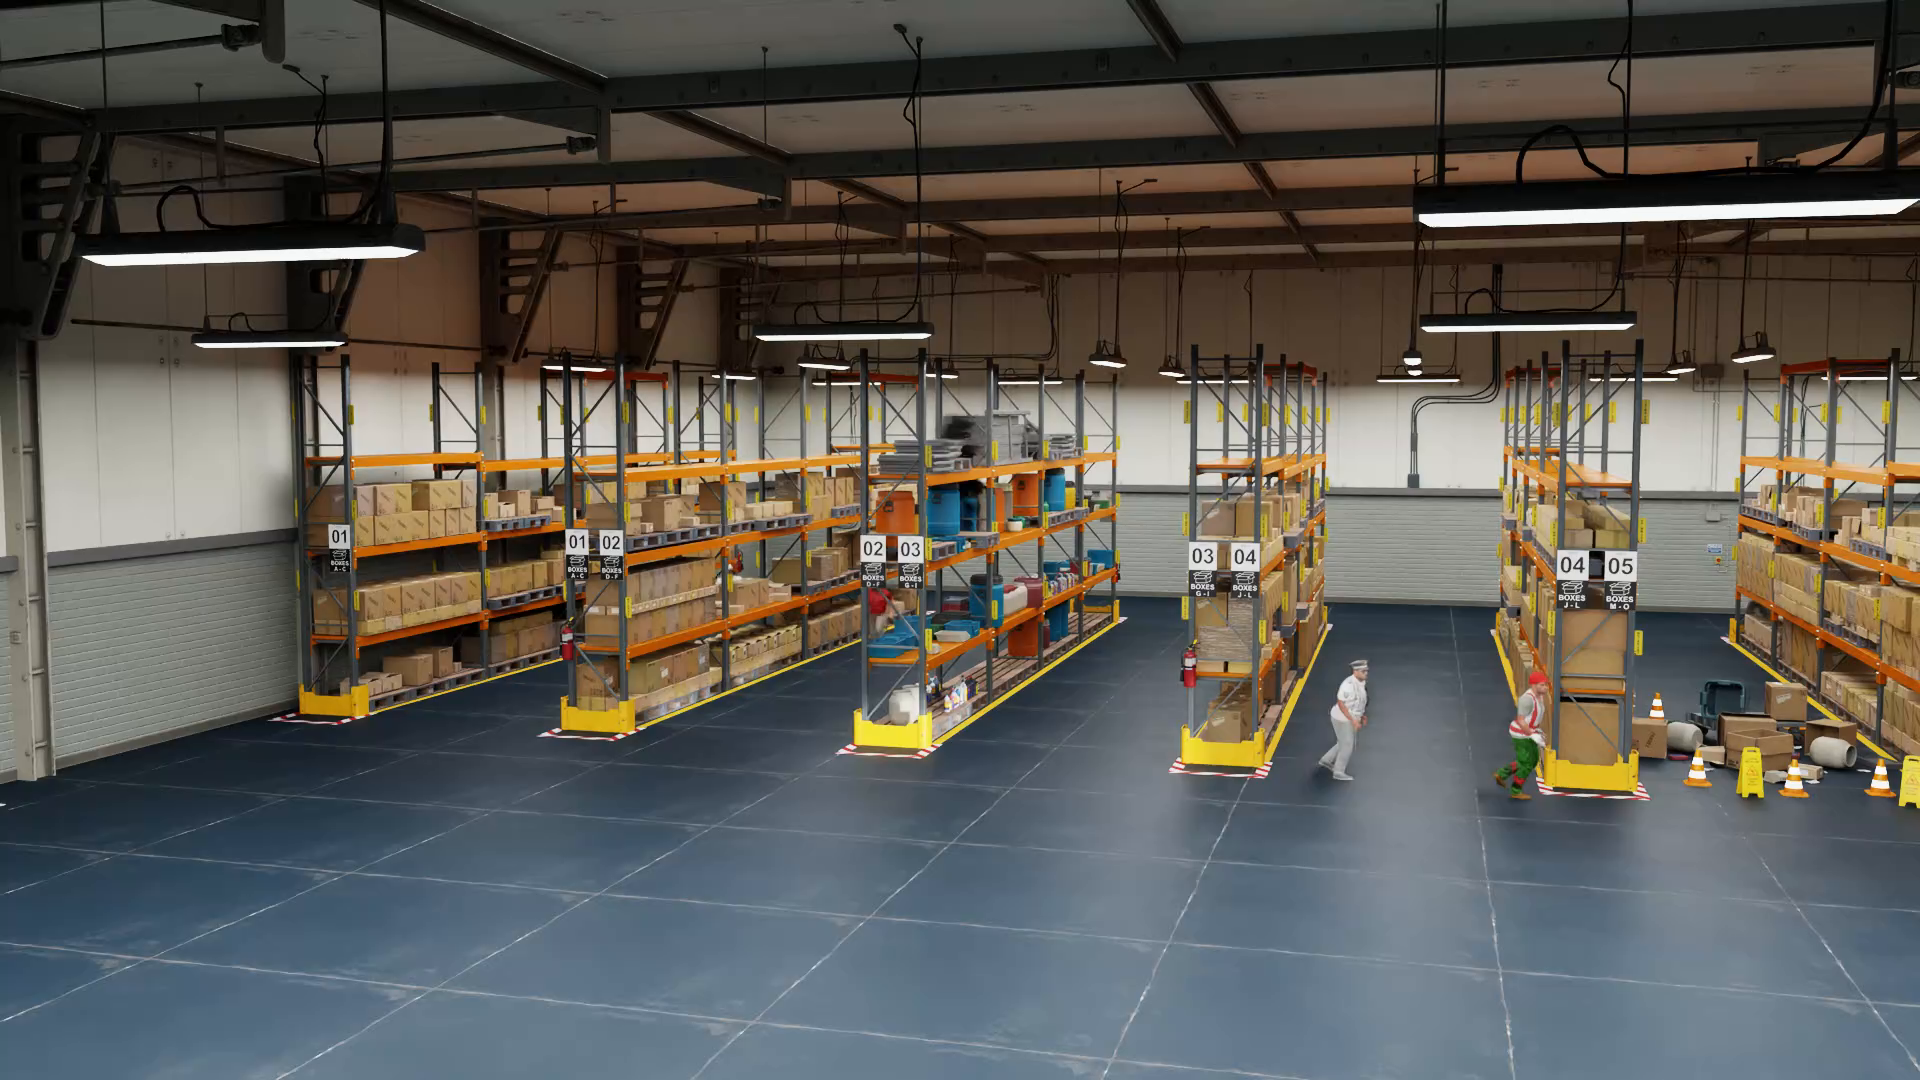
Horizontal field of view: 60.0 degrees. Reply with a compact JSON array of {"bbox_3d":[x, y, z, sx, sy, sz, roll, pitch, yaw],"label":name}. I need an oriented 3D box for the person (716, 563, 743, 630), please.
[{"bbox_3d":[-5.035,1.410,36.234,0.636,1.811,0.832,1,5,19],"label":"person"}]

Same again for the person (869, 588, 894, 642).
[{"bbox_3d":[-1.689,1.585,33.619,0.624,1.693,0.855,1,4,10],"label":"person"}]

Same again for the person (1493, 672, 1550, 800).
[{"bbox_3d":[7.279,2.534,21.586,0.780,1.711,0.649,3,6,39],"label":"person"}]

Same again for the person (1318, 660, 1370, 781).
[{"bbox_3d":[5.255,2.445,22.811,0.767,1.688,0.675,3,5,36],"label":"person"}]

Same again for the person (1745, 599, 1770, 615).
[{"bbox_3d":[18.069,1.360,37.579,0.849,1.717,0.555,1,5,19],"label":"person"}]
